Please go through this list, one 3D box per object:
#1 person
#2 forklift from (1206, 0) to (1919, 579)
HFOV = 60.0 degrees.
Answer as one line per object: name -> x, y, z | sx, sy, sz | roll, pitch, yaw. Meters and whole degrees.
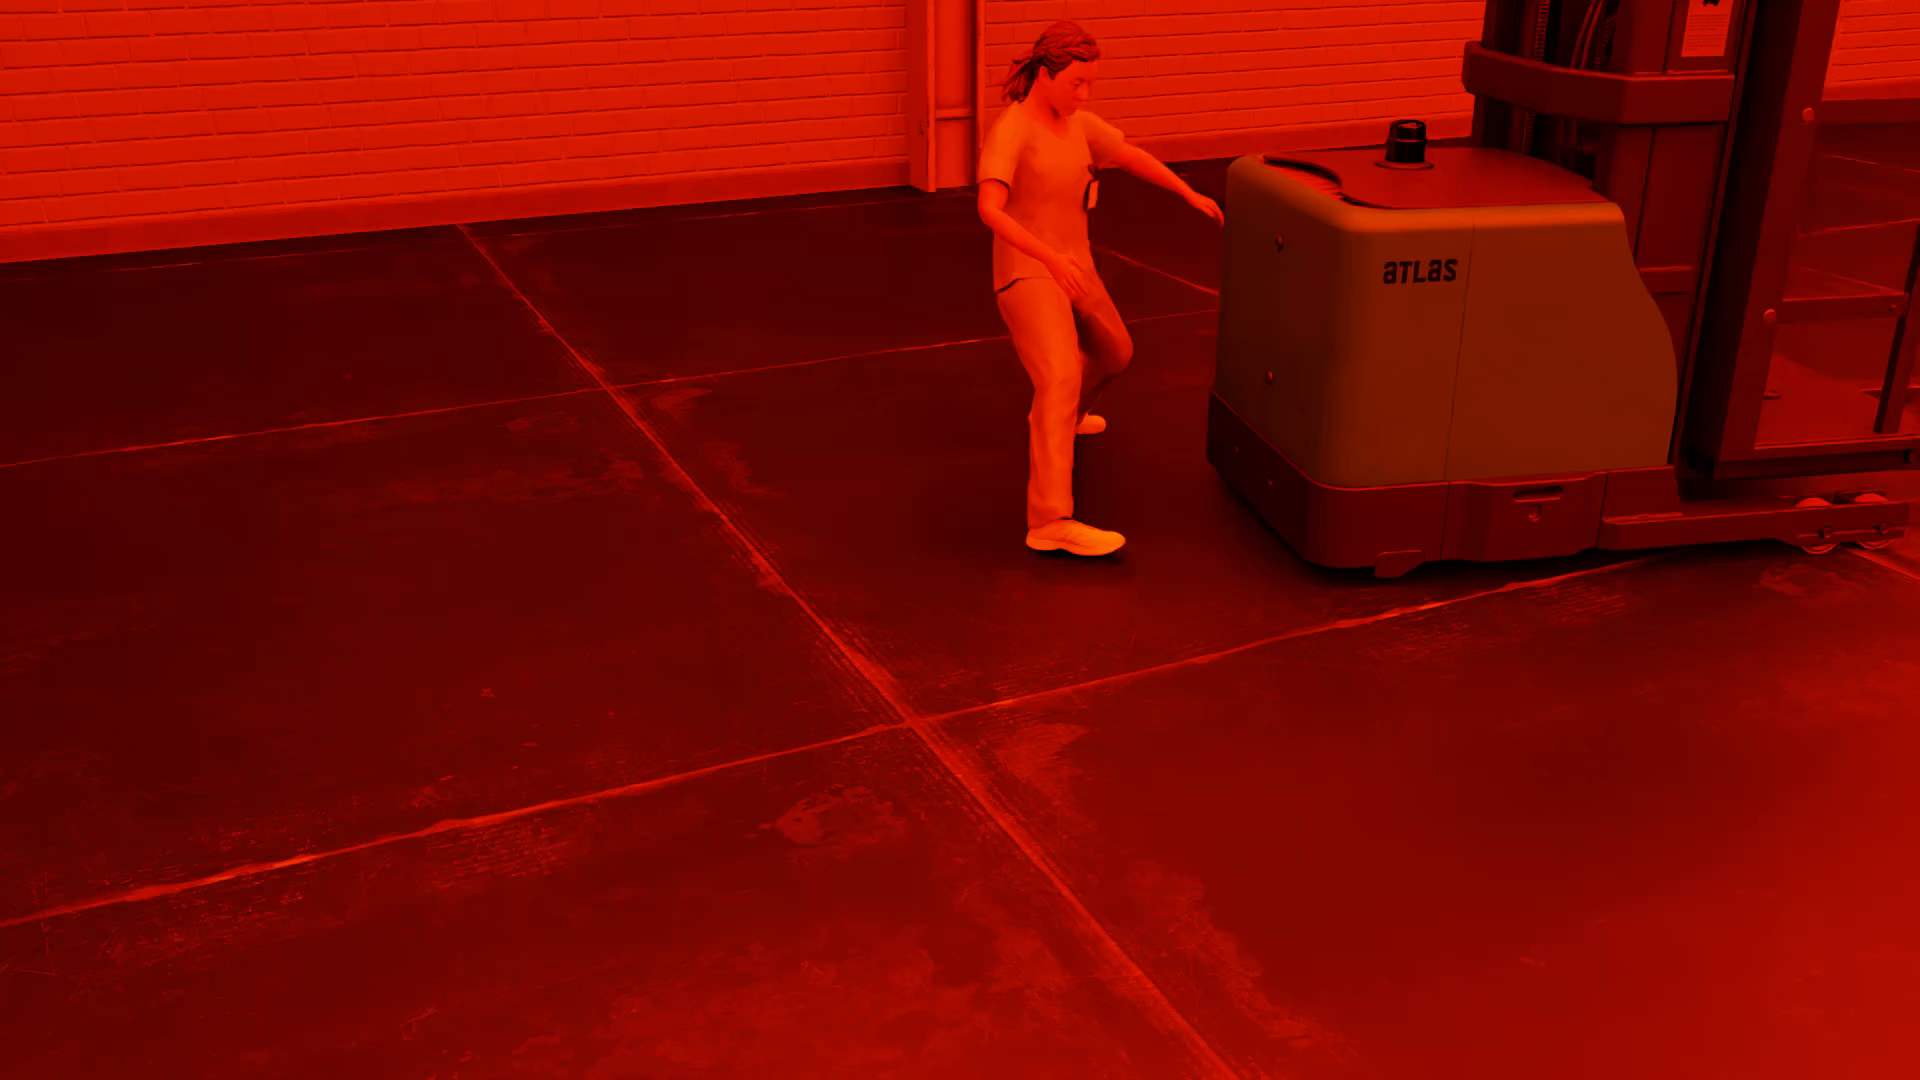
person -> 0.401, -0.851, 5.242 | 0.961, 1.503, 1.099 | 19, 29, 38
forklift -> 2.394, -1.506, 4.912 | 3.031, 2.935, 1.130 | -4, 23, -10
